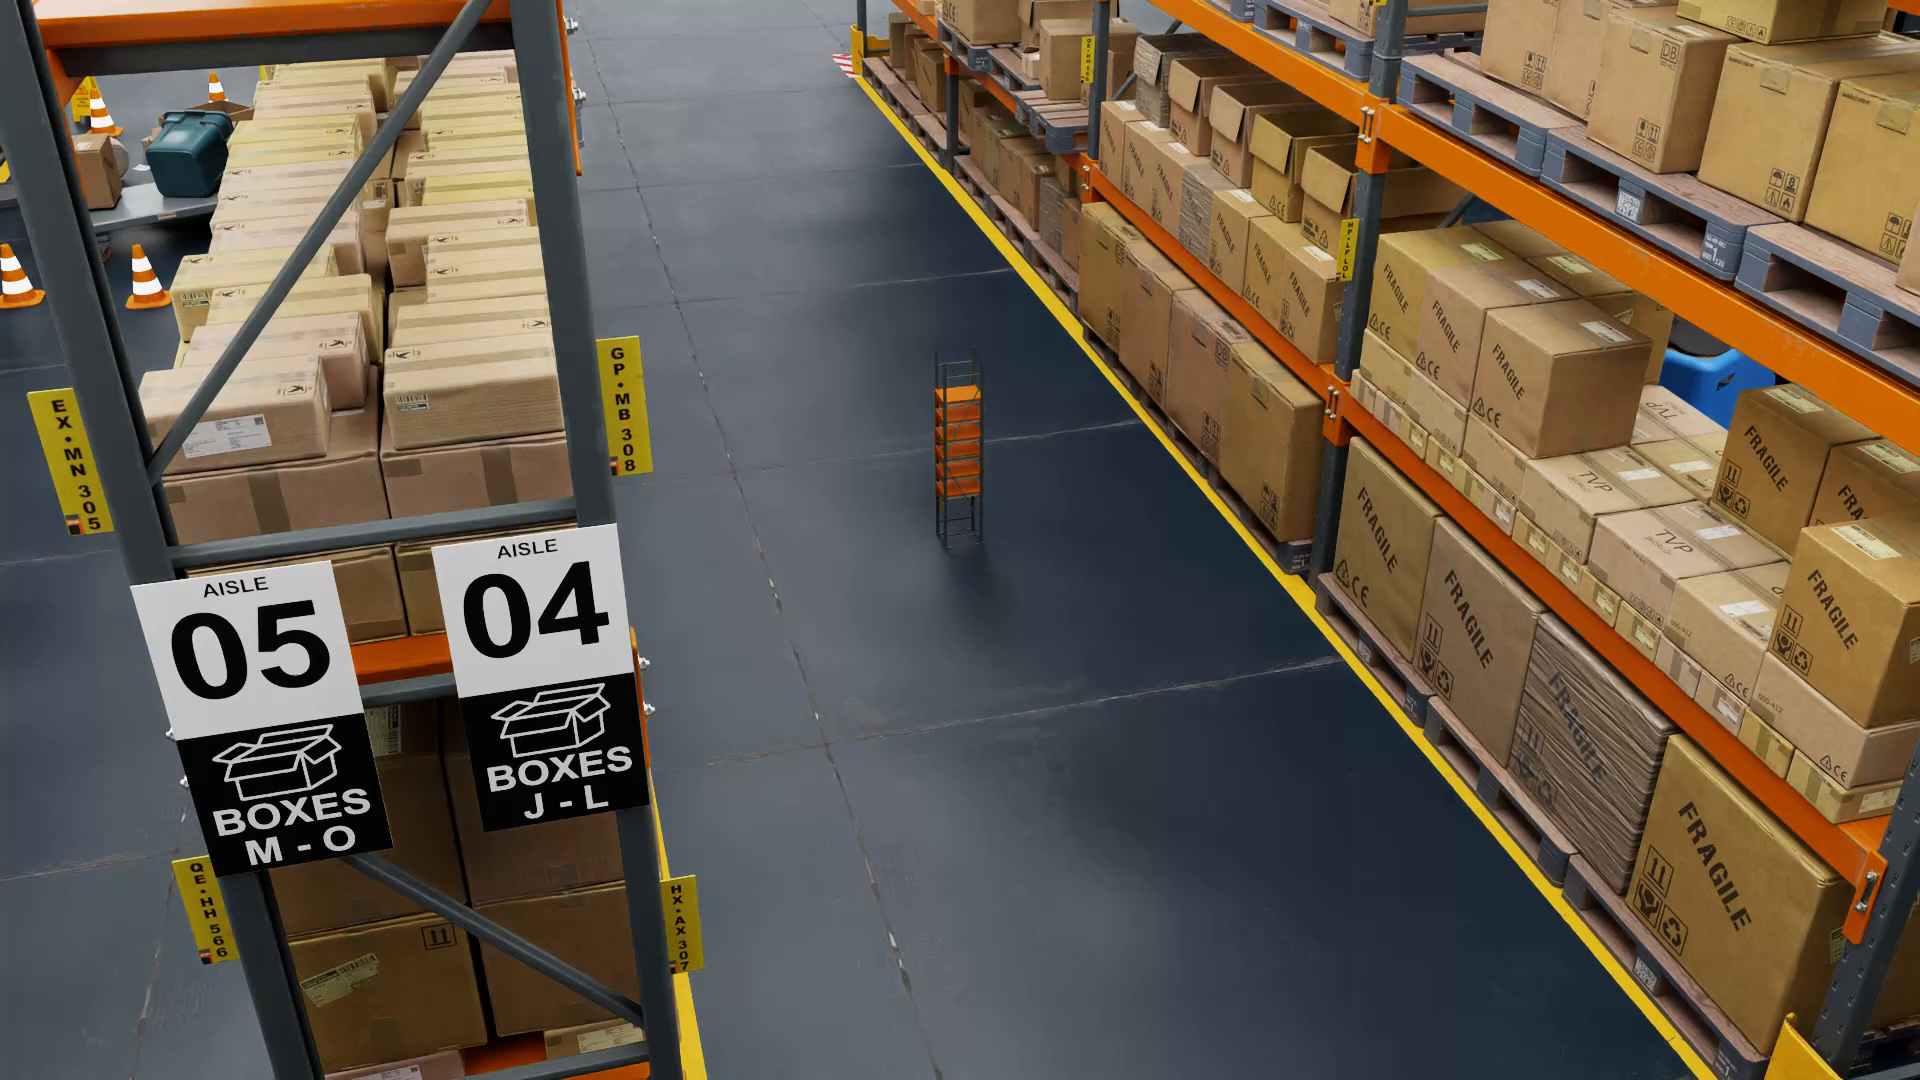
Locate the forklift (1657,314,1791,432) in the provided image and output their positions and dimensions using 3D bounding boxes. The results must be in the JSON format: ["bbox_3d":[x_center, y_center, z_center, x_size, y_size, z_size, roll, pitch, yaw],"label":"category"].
[{"bbox_3d":[5.086,-2.026,10.555,3.031,2.935,1.130,-25,38,-36],"label":"forklift"}]

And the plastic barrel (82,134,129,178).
[{"bbox_3d":[-8.241,-3.648,15.862,0.512,0.421,0.421,13,32,21],"label":"plastic barrel"}]

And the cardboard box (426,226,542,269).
[{"bbox_3d":[-1.238,-0.732,4.509,0.380,0.149,0.250,-7,31,-13],"label":"cardboard box"}]

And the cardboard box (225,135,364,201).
[{"bbox_3d":[-2.089,-1.155,5.240,0.380,0.149,0.250,-9,31,-15],"label":"cardboard box"}]

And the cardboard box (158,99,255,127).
[{"bbox_3d":[-7.341,-3.967,16.333,0.637,0.503,0.797,19,35,29],"label":"cardboard box"}]

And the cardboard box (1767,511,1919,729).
[{"bbox_3d":[3.170,0.262,5.639,0.500,0.500,0.500,-7,31,-13],"label":"cardboard box"}]

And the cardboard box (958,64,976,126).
[{"bbox_3d":[0.141,-4.519,16.871,0.500,0.500,0.500,2,30,3],"label":"cardboard box"}]

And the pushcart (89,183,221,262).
[{"bbox_3d":[-7.002,-2.820,14.477,1.648,0.377,0.936,-20,35,-30],"label":"pushcart"}]

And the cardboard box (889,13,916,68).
[{"bbox_3d":[-0.544,-5.673,18.865,0.500,0.500,0.500,-2,30,-4],"label":"cardboard box"}]

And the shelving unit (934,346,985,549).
[{"bbox_3d":[-0.004,-0.526,9.693,0.258,1.200,0.189,-8,31,-13],"label":"shelving unit"}]

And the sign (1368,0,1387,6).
[{"bbox_3d":[1.971,-2.663,7.763,0.100,0.325,0.005,-8,31,-13],"label":"sign"}]

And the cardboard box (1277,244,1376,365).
[{"bbox_3d":[2.104,-1.314,9.158,0.500,0.500,0.500,-8,31,-13],"label":"cardboard box"}]

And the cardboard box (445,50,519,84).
[{"bbox_3d":[-1.786,-1.740,6.251,0.380,0.149,0.250,-8,31,-13],"label":"cardboard box"}]

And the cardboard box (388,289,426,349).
[{"bbox_3d":[-1.262,-0.487,4.485,0.500,0.250,0.500,-8,31,-14],"label":"cardboard box"}]

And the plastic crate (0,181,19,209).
[{"bbox_3d":[-8.813,-3.231,15.484,0.402,0.080,0.583,-20,35,-30],"label":"plastic crate"}]

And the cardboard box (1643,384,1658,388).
[{"bbox_3d":[3.001,-0.717,8.079,0.500,0.250,0.500,-7,31,-12],"label":"cardboard box"}]

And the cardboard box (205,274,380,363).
[{"bbox_3d":[-1.668,-0.539,4.176,0.380,0.149,0.250,-9,31,-15],"label":"cardboard box"}]

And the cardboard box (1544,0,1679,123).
[{"bbox_3d":[2.895,-2.018,6.860,0.700,0.500,0.500,-6,31,-11],"label":"cardboard box"}]

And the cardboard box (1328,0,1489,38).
[{"bbox_3d":[2.328,-2.884,8.455,0.700,0.500,0.500,-7,31,-12],"label":"cardboard box"}]

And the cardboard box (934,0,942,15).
[{"bbox_3d":[-0.038,-5.152,16.139,0.380,0.149,0.250,-8,31,-13],"label":"cardboard box"}]

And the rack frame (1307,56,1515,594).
[{"bbox_3d":[2.491,-1.082,8.855,1.000,3.000,0.127,-8,31,-13],"label":"rack frame"}]

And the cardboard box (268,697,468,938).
[{"bbox_3d":[-1.617,0.668,4.437,0.500,0.500,0.500,-8,31,-14],"label":"cardboard box"}]

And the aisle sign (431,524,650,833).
[{"bbox_3d":[-0.948,0.331,3.819,0.394,0.787,0.004,-8,31,-13],"label":"aisle sign"}]

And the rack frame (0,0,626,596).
[{"bbox_3d":[-1.256,-1.135,2.960,1.000,3.000,0.127,-8,31,-13],"label":"rack frame"}]

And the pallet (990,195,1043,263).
[{"bbox_3d":[0.903,-2.772,14.560,1.003,0.211,1.213,-8,31,-13],"label":"pallet"}]

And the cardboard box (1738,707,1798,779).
[{"bbox_3d":[3.070,0.706,6.019,0.380,0.149,0.250,-8,31,-13],"label":"cardboard box"}]

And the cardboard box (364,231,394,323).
[{"bbox_3d":[-1.894,-0.672,4.804,0.500,0.250,0.500,-7,31,-13],"label":"cardboard box"}]

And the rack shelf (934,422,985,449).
[{"bbox_3d":[-0.004,-0.592,9.655,0.258,0.103,0.180,-8,31,-13],"label":"rack shelf"}]

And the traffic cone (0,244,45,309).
[{"bbox_3d":[-7.508,-2.117,13.177,0.336,0.463,0.334,-8,31,-13],"label":"traffic cone"}]

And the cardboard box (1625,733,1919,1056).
[{"bbox_3d":[3.306,1.290,6.460,0.875,0.875,0.875,-8,31,-13],"label":"cardboard box"}]

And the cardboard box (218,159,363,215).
[{"bbox_3d":[-2.015,-1.029,5.023,0.380,0.149,0.250,-9,31,-15],"label":"cardboard box"}]

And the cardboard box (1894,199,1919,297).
[{"bbox_3d":[3.363,-0.960,5.032,0.700,0.500,0.500,-10,31,-16],"label":"cardboard box"}]

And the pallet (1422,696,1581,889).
[{"bbox_3d":[2.945,1.093,7.881,1.003,0.211,1.213,-8,31,-13],"label":"pallet"}]

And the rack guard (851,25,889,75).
[{"bbox_3d":[-0.674,-5.759,19.431,1.175,0.500,0.348,-8,31,-13],"label":"rack guard"}]

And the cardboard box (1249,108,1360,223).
[{"bbox_3d":[2.143,-2.199,9.685,0.797,0.503,0.637,-8,31,-13],"label":"cardboard box"}]

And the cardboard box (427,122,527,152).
[{"bbox_3d":[-1.516,-1.237,5.383,0.380,0.149,0.250,-8,31,-14],"label":"cardboard box"}]

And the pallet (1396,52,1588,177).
[{"bbox_3d":[2.698,-1.945,7.441,1.003,0.211,1.213,-8,31,-13],"label":"pallet"}]

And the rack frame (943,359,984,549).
[{"bbox_3d":[0.020,-0.482,9.616,0.240,1.200,0.006,-8,31,-13],"label":"rack frame"}]

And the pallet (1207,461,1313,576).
[{"bbox_3d":[2.214,-0.237,10.180,1.003,0.211,1.213,-8,31,-13],"label":"pallet"}]

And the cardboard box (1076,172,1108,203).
[{"bbox_3d":[1.223,-2.766,13.073,0.500,0.250,0.500,-7,31,-11],"label":"cardboard box"}]

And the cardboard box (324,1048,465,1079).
[{"bbox_3d":[-1.615,1.450,4.733,0.380,0.149,0.250,-8,31,-13],"label":"cardboard box"}]

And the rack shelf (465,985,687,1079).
[{"bbox_3d":[-1.787,0.806,6.312,1.077,0.370,4.000,-8,31,-13],"label":"rack shelf"}]

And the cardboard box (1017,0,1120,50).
[{"bbox_3d":[0.917,-4.347,13.974,0.797,0.503,0.637,-5,30,-8],"label":"cardboard box"}]

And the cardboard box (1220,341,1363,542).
[{"bbox_3d":[2.302,-0.650,9.812,1.225,0.875,0.875,-8,31,-13],"label":"cardboard box"}]

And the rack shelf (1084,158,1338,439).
[{"bbox_3d":[1.960,-1.736,10.704,1.077,0.370,4.000,-8,31,-13],"label":"rack shelf"}]

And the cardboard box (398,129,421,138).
[{"bbox_3d":[-1.823,-1.479,6.198,0.500,0.250,0.500,-9,31,-15],"label":"cardboard box"}]

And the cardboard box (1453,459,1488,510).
[{"bbox_3d":[2.529,-0.281,7.724,0.380,0.149,0.250,-8,31,-14],"label":"cardboard box"}]

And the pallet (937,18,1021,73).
[{"bbox_3d":[0.430,-4.474,14.908,1.003,0.211,1.213,-8,31,-13],"label":"pallet"}]

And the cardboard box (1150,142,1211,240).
[{"bbox_3d":[1.575,-2.290,10.843,0.500,0.500,0.500,-8,31,-14],"label":"cardboard box"}]

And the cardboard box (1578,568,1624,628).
[{"bbox_3d":[2.799,0.213,6.870,0.380,0.149,0.250,-8,31,-13],"label":"cardboard box"}]

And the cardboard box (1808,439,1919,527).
[{"bbox_3d":[3.553,-0.047,6.173,0.500,0.500,0.500,-9,31,-14],"label":"cardboard box"}]

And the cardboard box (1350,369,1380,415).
[{"bbox_3d":[2.249,-0.786,8.595,0.380,0.149,0.250,-8,31,-13],"label":"cardboard box"}]

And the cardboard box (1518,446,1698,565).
[{"bbox_3d":[2.757,-0.154,7.106,0.500,0.250,0.500,-8,31,-13],"label":"cardboard box"}]

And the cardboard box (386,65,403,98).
[{"bbox_3d":[-2.421,-1.656,6.504,0.500,0.250,0.500,-7,31,-12],"label":"cardboard box"}]

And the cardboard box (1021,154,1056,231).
[{"bbox_3d":[0.916,-2.982,14.195,0.700,0.500,0.500,-5,30,-9],"label":"cardboard box"}]
